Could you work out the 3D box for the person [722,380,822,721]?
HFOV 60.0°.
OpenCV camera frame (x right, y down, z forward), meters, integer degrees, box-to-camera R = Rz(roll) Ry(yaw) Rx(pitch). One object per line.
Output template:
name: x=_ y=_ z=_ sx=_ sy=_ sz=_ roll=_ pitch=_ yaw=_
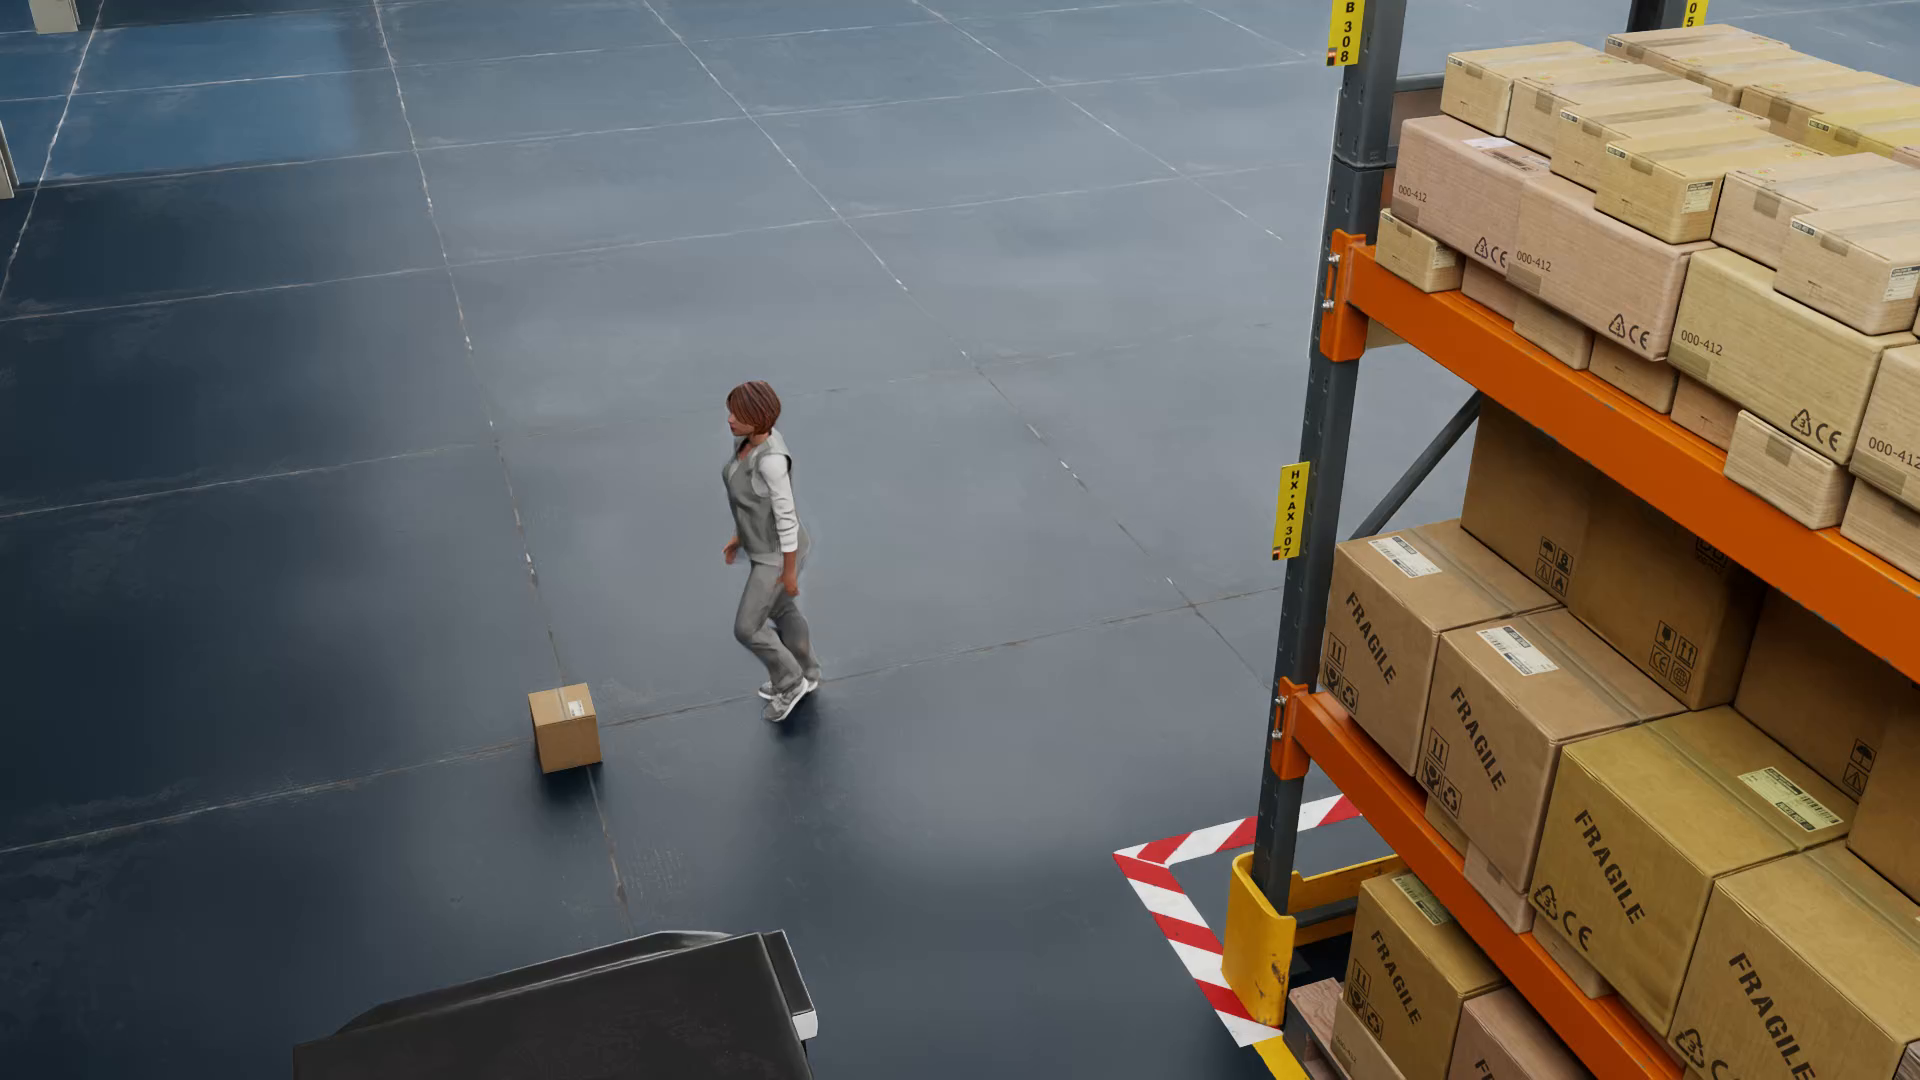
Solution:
person: x=-0.792 y=0.072 z=7.032 sx=0.421 sy=1.630 sz=0.441 roll=-11 pitch=32 yaw=-18
